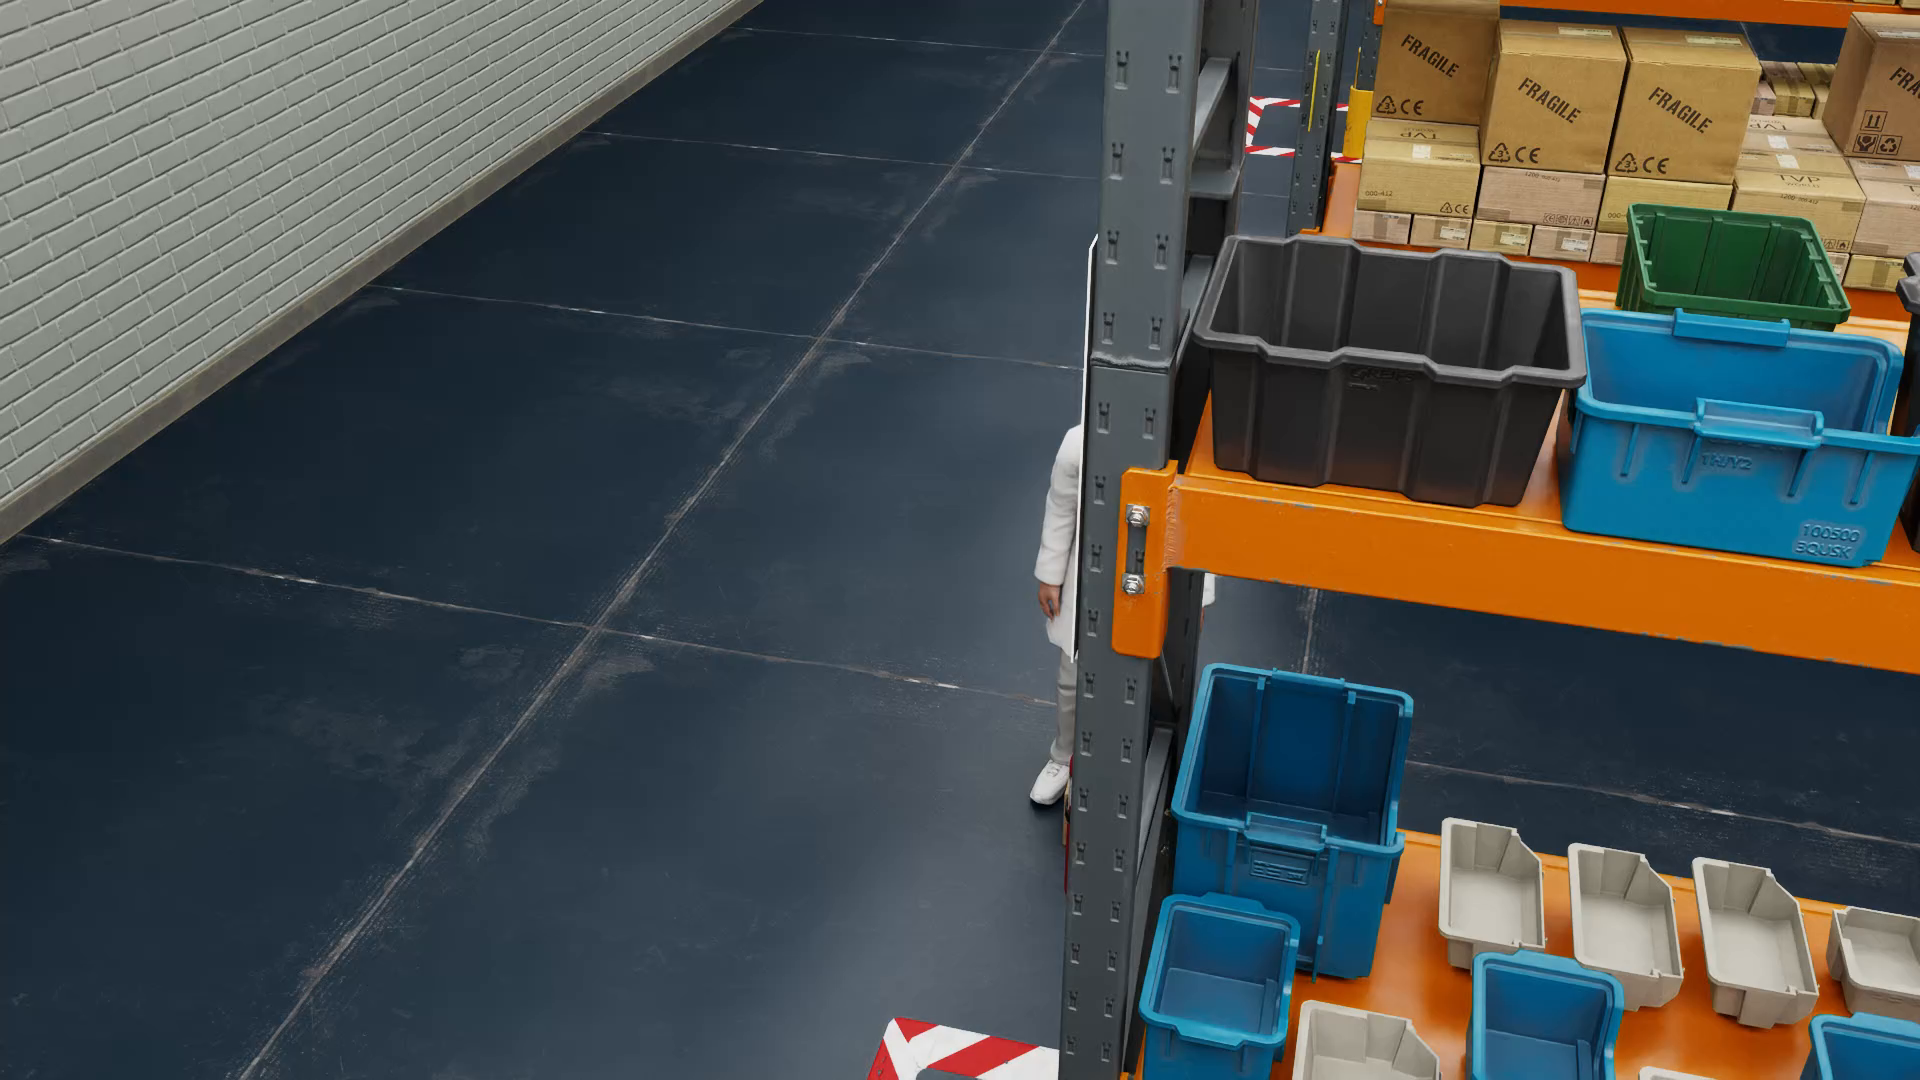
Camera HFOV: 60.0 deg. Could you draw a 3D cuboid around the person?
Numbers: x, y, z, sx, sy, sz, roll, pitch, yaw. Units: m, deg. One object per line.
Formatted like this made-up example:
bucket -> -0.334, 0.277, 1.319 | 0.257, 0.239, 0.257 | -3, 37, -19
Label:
person -> 0.575, 0.181, 5.867 | 0.640, 1.773, 0.426 | 8, 33, 12
